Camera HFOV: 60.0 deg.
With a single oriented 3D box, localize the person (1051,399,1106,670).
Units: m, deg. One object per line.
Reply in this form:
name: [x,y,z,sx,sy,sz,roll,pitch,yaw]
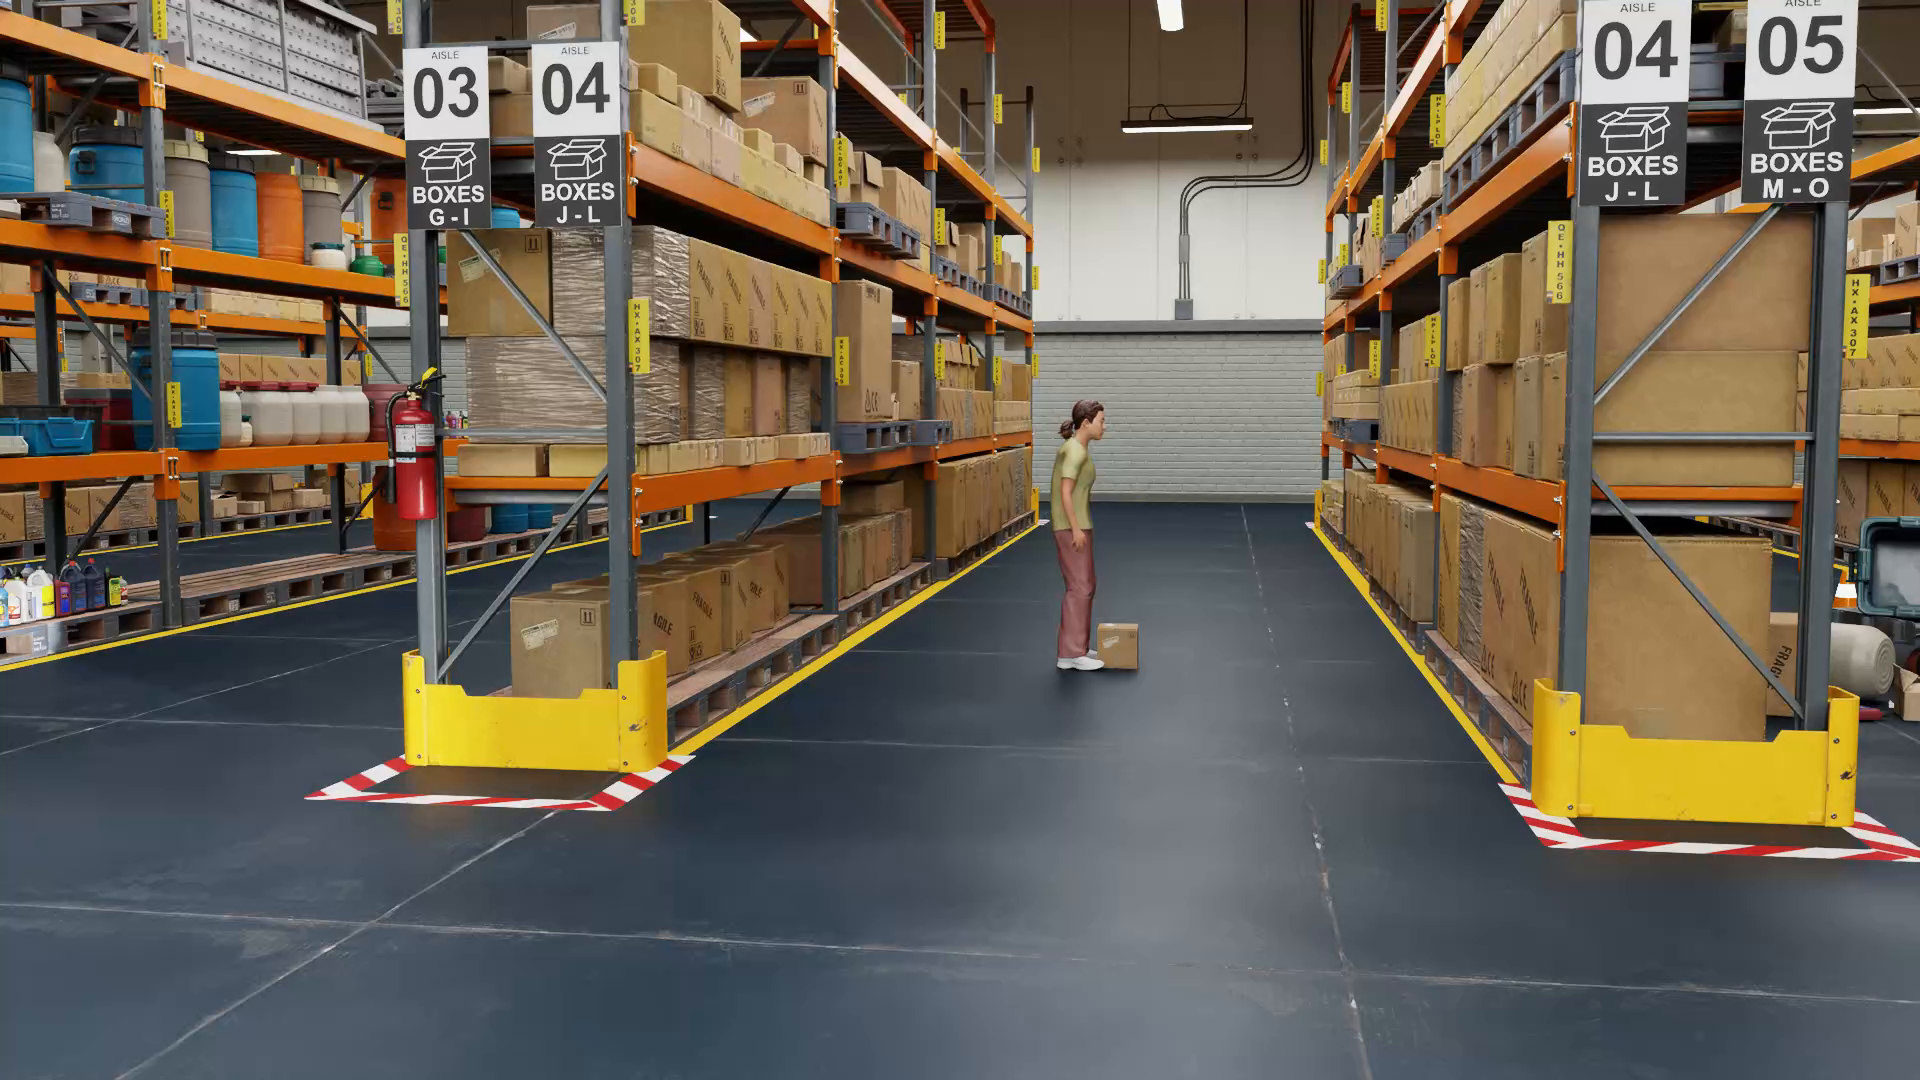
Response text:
person: [0.748,-0.046,10.429,0.358,1.673,0.499,1,5,9]
